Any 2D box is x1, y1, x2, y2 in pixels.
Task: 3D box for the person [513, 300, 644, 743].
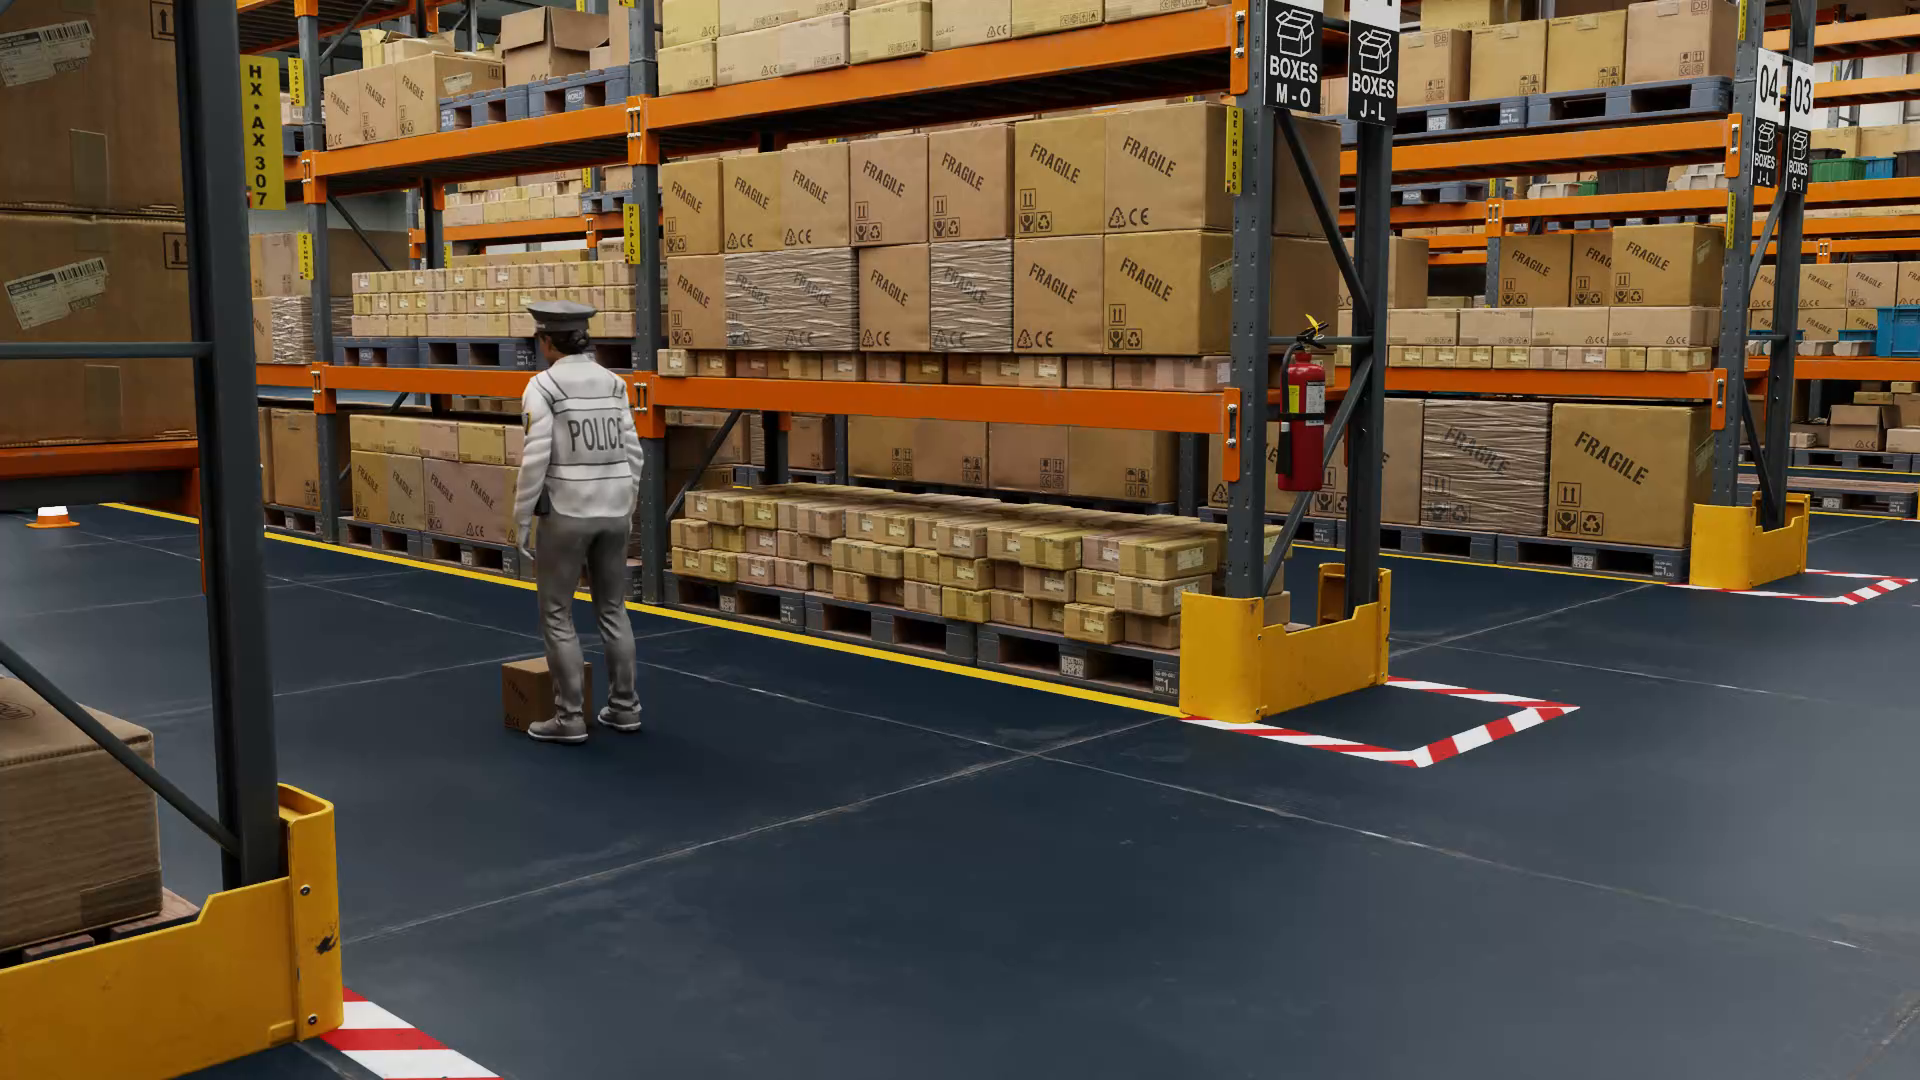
[{"bbox_3d":[-1.445,-0.071,6.315,0.371,1.663,0.529,7,10,44],"label":"person"}]
